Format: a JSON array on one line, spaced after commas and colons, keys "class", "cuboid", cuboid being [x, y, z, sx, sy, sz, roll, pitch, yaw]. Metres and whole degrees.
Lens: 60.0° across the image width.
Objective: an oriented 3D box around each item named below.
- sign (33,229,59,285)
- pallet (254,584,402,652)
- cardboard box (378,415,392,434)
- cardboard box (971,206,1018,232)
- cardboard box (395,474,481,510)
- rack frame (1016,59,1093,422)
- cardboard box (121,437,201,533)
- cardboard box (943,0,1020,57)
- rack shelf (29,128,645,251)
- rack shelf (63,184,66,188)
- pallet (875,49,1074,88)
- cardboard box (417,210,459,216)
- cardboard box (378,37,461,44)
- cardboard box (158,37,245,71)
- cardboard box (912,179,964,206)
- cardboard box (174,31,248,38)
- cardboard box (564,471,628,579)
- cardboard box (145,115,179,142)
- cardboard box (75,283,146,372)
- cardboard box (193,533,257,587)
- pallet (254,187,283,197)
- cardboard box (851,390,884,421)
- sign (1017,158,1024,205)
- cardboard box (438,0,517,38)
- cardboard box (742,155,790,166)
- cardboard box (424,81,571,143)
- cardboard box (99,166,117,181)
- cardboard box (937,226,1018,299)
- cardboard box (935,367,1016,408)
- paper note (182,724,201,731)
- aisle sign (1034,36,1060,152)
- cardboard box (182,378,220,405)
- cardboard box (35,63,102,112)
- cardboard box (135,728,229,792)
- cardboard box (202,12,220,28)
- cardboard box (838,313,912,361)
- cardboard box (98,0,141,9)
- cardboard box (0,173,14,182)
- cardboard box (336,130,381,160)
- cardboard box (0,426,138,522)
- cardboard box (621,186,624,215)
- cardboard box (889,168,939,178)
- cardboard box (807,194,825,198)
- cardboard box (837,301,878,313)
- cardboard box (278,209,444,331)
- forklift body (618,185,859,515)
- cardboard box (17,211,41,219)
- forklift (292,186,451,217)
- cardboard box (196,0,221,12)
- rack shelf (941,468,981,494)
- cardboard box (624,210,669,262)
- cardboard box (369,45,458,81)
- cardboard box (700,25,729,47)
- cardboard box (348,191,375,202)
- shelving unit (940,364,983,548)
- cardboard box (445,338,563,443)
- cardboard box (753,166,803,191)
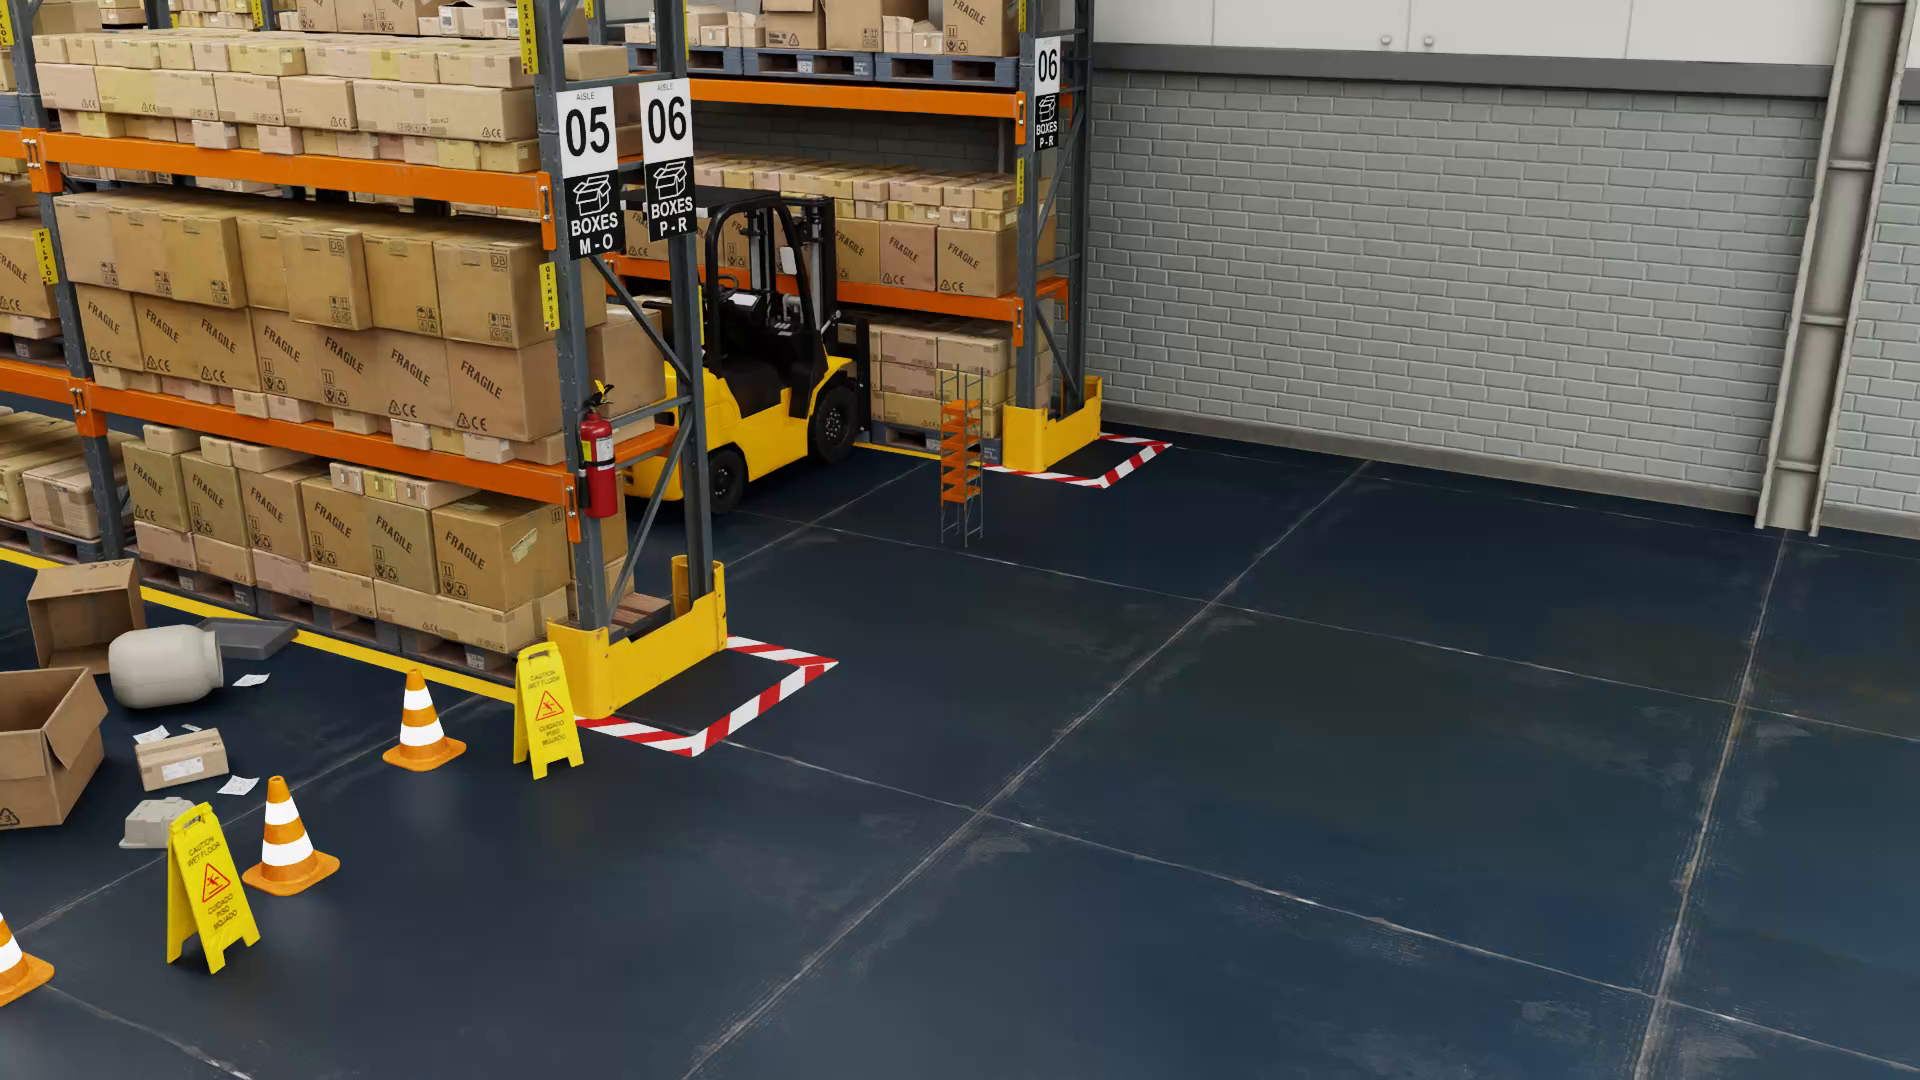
[{"class": "sign", "cuboid": [-5.457, -1.689, 9.925, 0.005, 0.325, 0.100, 11, 23, 27]}, {"class": "pallet", "cuboid": [-3.516, 0.304, 10.218, 1.213, 0.211, 1.003, 11, 23, 27]}, {"class": "cardboard box", "cuboid": [-3.011, -0.702, 9.271, 0.250, 0.149, 0.380, 11, 23, 28]}, {"class": "cardboard box", "cuboid": [0.281, -2.450, 12.622, 0.250, 0.149, 0.380, 11, 23, 28]}, {"class": "cardboard box", "cuboid": [-2.877, -0.304, 9.171, 0.250, 0.149, 0.380, 12, 23, 29]}, {"class": "rack frame", "cuboid": [0.721, -2.124, 12.821, 0.127, 3.000, 1.000, 11, 23, 27]}, {"class": "cardboard box", "cuboid": [-4.806, -0.390, 10.357, 0.500, 0.500, 0.500, 12, 23, 30]}, {"class": "cardboard box", "cuboid": [0.215, -3.826, 12.207, 0.500, 0.500, 0.500, 12, 23, 29]}, {"class": "rack shelf", "cuboid": [-3.443, -2.050, 9.274, 4.000, 0.370, 1.077, 11, 23, 27]}, {"class": "rack shelf", "cuboid": [-11.502, -4.114, 19.362, 4.000, 0.370, 1.077, 11, 23, 27]}, {"class": "pallet", "cuboid": [0.116, -3.618, 12.670, 1.213, 0.211, 1.003, 11, 23, 27]}, {"class": "cardboard box", "cuboid": [-4.654, -2.982, 15.406, 0.500, 0.250, 0.500, 12, 23, 29]}, {"class": "cardboard box", "cuboid": [-2.958, -2.674, 9.137, 0.250, 0.149, 0.380, 11, 23, 29]}, {"class": "cardboard box", "cuboid": [-4.148, -2.669, 9.124, 0.250, 0.149, 0.380, 10, 22, 26]}, {"class": "cardboard box", "cuboid": [-0.167, -2.680, 12.819, 0.250, 0.149, 0.380, 11, 23, 28]}, {"class": "cardboard box", "cuboid": [-4.358, -2.899, 9.760, 0.250, 0.149, 0.380, 11, 23, 29]}, {"class": "cardboard box", "cuboid": [-2.287, -0.123, 9.622, 0.500, 0.500, 0.500, 10, 22, 26]}, {"class": "cardboard box", "cuboid": [-4.366, -2.356, 9.430, 0.250, 0.149, 0.380, 12, 23, 29]}, {"class": "cardboard box", "cuboid": [-4.941, -1.341, 10.081, 0.500, 0.500, 0.500, 11, 23, 27]}, {"class": "cardboard box", "cuboid": [-4.334, 0.048, 10.249, 0.500, 0.250, 0.500, 12, 23, 30]}, {"class": "pallet", "cuboid": [-6.890, -3.456, 16.775, 1.003, 0.211, 1.213, 11, 23, 27]}, {"class": "cardboard box", "cuboid": [-0.706, -1.184, 13.647, 0.500, 0.250, 0.500, 11, 23, 28]}, {"class": "sign", "cuboid": [0.444, -2.620, 12.144, 0.005, 0.325, 0.100, 11, 23, 27]}, {"class": "cardboard box", "cuboid": [-4.192, -4.577, 14.554, 0.500, 0.311, 0.500, 10, 22, 25]}, {"class": "cardboard box", "cuboid": [-1.660, -3.201, 14.255, 0.250, 0.149, 0.380, 10, 22, 26]}, {"class": "cardboard box", "cuboid": [-2.275, -2.130, 8.223, 0.500, 0.250, 0.500, 10, 22, 27]}, {"class": "cardboard box", "cuboid": [-8.730, -3.908, 17.322, 0.258, 0.266, 0.396, 12, 23, 30]}, {"class": "cardboard box", "cuboid": [0.163, -2.174, 12.814, 0.500, 0.500, 0.500, 10, 22, 26]}, {"class": "cardboard box", "cuboid": [0.143, -1.252, 13.100, 0.500, 0.250, 0.500, 10, 22, 27]}, {"class": "paper note", "cuboid": [-4.000, 0.977, 8.656, 0.123, 0.001, 0.032, 11, 23, 27]}, {"class": "aisle sign", "cuboid": [0.635, -3.248, 12.107, 0.004, 0.787, 0.394, 11, 23, 27]}, {"class": "cardboard box", "cuboid": [-4.379, -0.932, 9.903, 0.250, 0.149, 0.380, 12, 23, 29]}, {"class": "cardboard box", "cuboid": [-4.938, -2.635, 9.617, 0.500, 0.250, 0.500, 10, 22, 26]}, {"class": "cardboard box", "cuboid": [-3.826, 1.078, 8.175, 0.380, 0.149, 0.250, -11, 23, -29]}, {"class": "cardboard box", "cuboid": [-7.124, -5.069, 16.176, 0.250, 0.149, 0.380, 11, 23, 28]}, {"class": "cardboard box", "cuboid": [-0.728, -1.647, 13.455, 0.500, 0.250, 0.500, 11, 23, 28]}, {"class": "cardboard box", "cuboid": [-8.336, -5.377, 16.560, 0.250, 0.149, 0.380, 11, 23, 28]}, {"class": "cardboard box", "cuboid": [-10.395, -4.016, 18.406, 0.250, 0.149, 0.380, 11, 23, 29]}, {"class": "cardboard box", "cuboid": [-3.023, -2.089, 8.694, 0.250, 0.149, 0.380, 11, 22, 27]}, {"class": "cardboard box", "cuboid": [-6.277, -0.478, 11.521, 0.625, 0.372, 0.950, 12, 23, 31]}, {"class": "cardboard box", "cuboid": [-3.090, -3.114, 15.038, 0.500, 0.250, 0.500, 10, 22, 26]}, {"class": "cardboard box", "cuboid": [-0.369, -2.910, 13.455, 0.250, 0.149, 0.380, 12, 23, 29]}, {"class": "cardboard box", "cuboid": [-1.025, -2.724, 13.379, 0.250, 0.149, 0.380, 11, 22, 27]}, {"class": "cardboard box", "cuboid": [-0.920, -1.891, 14.128, 0.500, 0.250, 0.500, 10, 22, 26]}, {"class": "cardboard box", "cuboid": [-3.183, -1.463, 8.950, 0.500, 0.500, 0.700, 10, 22, 27]}, {"class": "forklift body", "cuboid": [-1.825, -1.497, 12.338, 1.214, 2.155, 2.313, 11, 23, 27]}, {"class": "cardboard box", "cuboid": [-5.896, -1.941, 11.120, 0.500, 0.500, 0.500, 11, 23, 27]}, {"class": "forklift", "cuboid": [-4.268, -1.829, 12.110, 1.130, 2.935, 3.031, -2, 20, -5]}, {"class": "cardboard box", "cuboid": [-7.143, -5.194, 16.087, 0.250, 0.149, 0.380, 10, 22, 26]}, {"class": "rack shelf", "cuboid": [0.013, -0.407, 11.210, 0.180, 0.103, 0.258, 11, 23, 27]}, {"class": "cardboard box", "cuboid": [-2.512, -2.684, 14.220, 0.500, 0.500, 0.500, 10, 22, 26]}, {"class": "cardboard box", "cuboid": [-2.771, -2.430, 8.464, 0.250, 0.149, 0.380, 11, 23, 28]}, {"class": "cardboard box", "cuboid": [-1.857, -4.033, 13.290, 0.250, 0.149, 0.380, 12, 23, 29]}, {"class": "cardboard box", "cuboid": [-5.559, -3.389, 15.795, 0.500, 0.250, 0.500, 12, 23, 29]}, {"class": "shelving unit", "cuboid": [0.013, -0.562, 11.154, 0.189, 1.200, 0.258, 11, 23, 27]}, {"class": "cardboard box", "cuboid": [-2.305, -0.841, 8.701, 0.500, 0.500, 0.500, 10, 22, 26]}, {"class": "cardboard box", "cuboid": [-1.475, -2.949, 13.561, 0.250, 0.149, 0.380, 11, 23, 27]}]
